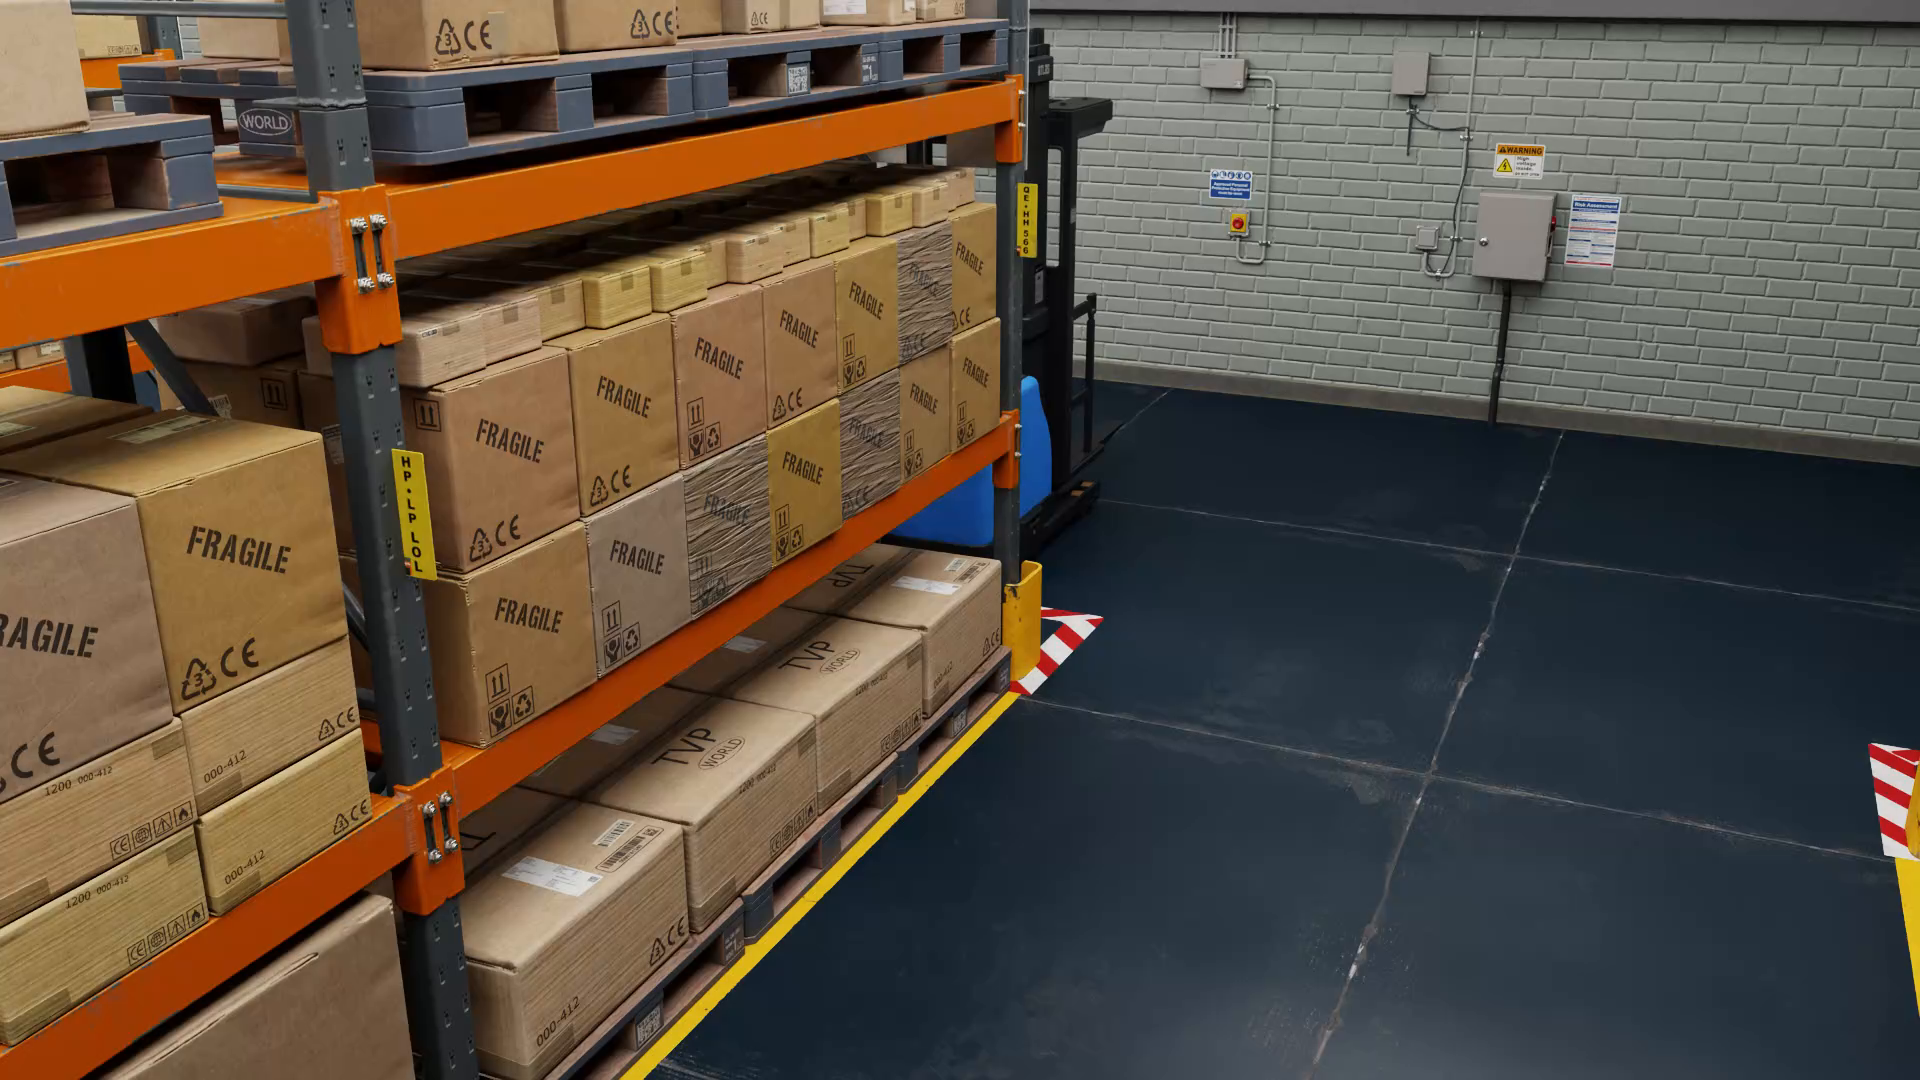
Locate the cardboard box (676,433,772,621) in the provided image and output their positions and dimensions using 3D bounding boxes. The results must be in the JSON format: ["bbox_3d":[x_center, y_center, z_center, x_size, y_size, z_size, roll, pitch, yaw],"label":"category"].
[{"bbox_3d":[-0.981,-0.083,5.575,0.500,0.500,0.500,9,21,23],"label":"cardboard box"}]

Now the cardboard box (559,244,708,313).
[{"bbox_3d":[-1.016,-0.818,5.182,0.380,0.149,0.250,8,21,21],"label":"cardboard box"}]

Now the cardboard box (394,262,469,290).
[{"bbox_3d":[-1.677,-0.726,4.924,0.380,0.149,0.250,9,21,23],"label":"cardboard box"}]

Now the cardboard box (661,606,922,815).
[{"bbox_3d":[-0.739,0.659,6.835,0.875,0.438,0.875,9,22,24],"label":"cardboard box"}]

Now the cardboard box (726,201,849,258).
[{"bbox_3d":[-0.630,-1.135,6.075,0.380,0.149,0.250,9,22,24],"label":"cardboard box"}]

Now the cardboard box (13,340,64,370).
[{"bbox_3d":[-4.934,-1.007,8.699,0.380,0.149,0.250,9,22,24],"label":"cardboard box"}]

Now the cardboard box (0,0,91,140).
[{"bbox_3d":[-2.000,-0.895,3.037,0.500,0.311,0.500,9,21,23],"label":"cardboard box"}]

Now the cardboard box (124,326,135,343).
[{"bbox_3d":[-4.762,-1.167,9.149,0.380,0.149,0.250,9,21,23],"label":"cardboard box"}]

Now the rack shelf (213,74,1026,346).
[{"bbox_3d":[-1.012,-1.309,5.771,1.077,0.370,4.000,9,21,23],"label":"rack shelf"}]

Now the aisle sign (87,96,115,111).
[{"bbox_3d":[-4.994,-2.783,9.438,0.394,0.787,0.004,9,21,23],"label":"aisle sign"}]

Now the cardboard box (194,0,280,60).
[{"bbox_3d":[-1.861,-1.458,4.539,0.396,0.266,0.258,9,22,24],"label":"cardboard box"}]

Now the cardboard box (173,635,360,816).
[{"bbox_3d":[-1.790,0.380,3.902,0.500,0.250,0.500,9,21,23],"label":"cardboard box"}]

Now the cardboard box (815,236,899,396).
[{"bbox_3d":[-0.566,-0.870,6.297,0.500,0.500,0.500,8,21,22],"label":"cardboard box"}]

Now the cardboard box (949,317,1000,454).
[{"bbox_3d":[-0.149,-0.710,7.339,0.500,0.500,0.500,9,21,23],"label":"cardboard box"}]

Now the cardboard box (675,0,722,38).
[{"bbox_3d":[-1.155,-1.956,5.591,0.500,0.500,0.500,9,21,24],"label":"cardboard box"}]

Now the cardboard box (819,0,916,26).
[{"bbox_3d":[-0.394,-2.097,6.512,0.380,0.149,0.250,7,21,19],"label":"cardboard box"}]

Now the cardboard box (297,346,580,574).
[{"bbox_3d":[-1.415,-0.254,4.565,0.500,0.500,0.500,9,21,23],"label":"cardboard box"}]

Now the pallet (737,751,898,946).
[{"bbox_3d":[-0.950,1.094,6.577,1.003,0.211,1.213,9,21,23],"label":"pallet"}]

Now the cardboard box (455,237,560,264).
[{"bbox_3d":[-1.520,-0.887,5.377,0.380,0.149,0.250,8,21,22],"label":"cardboard box"}]

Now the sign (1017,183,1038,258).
[{"bbox_3d":[0.296,-1.425,7.417,0.100,0.325,0.005,9,21,23],"label":"sign"}]

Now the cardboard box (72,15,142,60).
[{"bbox_3d":[-4.695,-2.662,8.724,0.500,0.250,0.500,8,21,22],"label":"cardboard box"}]

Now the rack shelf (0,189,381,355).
[{"bbox_3d":[-2.650,-0.087,2.333,1.077,0.370,4.000,9,21,23],"label":"rack shelf"}]

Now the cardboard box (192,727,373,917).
[{"bbox_3d":[-1.785,0.619,3.976,0.500,0.250,0.500,8,21,21],"label":"cardboard box"}]

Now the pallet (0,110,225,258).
[{"bbox_3d":[-2.161,-0.660,3.156,0.805,0.209,1.217,8,21,21],"label":"pallet"}]

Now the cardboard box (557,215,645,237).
[{"bbox_3d":[-1.327,-1.045,5.820,0.380,0.149,0.250,9,21,23],"label":"cardboard box"}]

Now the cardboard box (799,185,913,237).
[{"bbox_3d":[-0.409,-1.290,6.511,0.380,0.149,0.250,9,22,24],"label":"cardboard box"}]

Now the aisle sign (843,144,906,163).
[{"bbox_3d":[-0.428,-2.133,7.610,0.394,0.787,0.004,9,21,23],"label":"aisle sign"}]

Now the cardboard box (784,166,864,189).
[{"bbox_3d":[-0.633,-1.510,7.128,0.380,0.149,0.250,9,22,24],"label":"cardboard box"}]

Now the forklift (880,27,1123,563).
[{"bbox_3d":[0.243,-1.576,10.025,1.130,2.935,3.031,8,21,21],"label":"forklift"}]

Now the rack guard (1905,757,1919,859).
[{"bbox_3d":[4.306,1.035,6.314,1.175,0.500,0.348,9,21,23],"label":"rack guard"}]

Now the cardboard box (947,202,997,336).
[{"bbox_3d":[-0.173,-1.185,7.182,0.500,0.500,0.500,9,22,24],"label":"cardboard box"}]

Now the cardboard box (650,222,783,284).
[{"bbox_3d":[-0.824,-0.971,5.614,0.380,0.149,0.250,9,21,23],"label":"cardboard box"}]

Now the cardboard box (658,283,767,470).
[{"bbox_3d":[-0.982,-0.563,5.433,0.500,0.500,0.500,9,21,24],"label":"cardboard box"}]

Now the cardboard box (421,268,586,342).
[{"bbox_3d":[-1.308,-0.673,4.775,0.380,0.149,0.250,8,21,22],"label":"cardboard box"}]

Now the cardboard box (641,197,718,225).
[{"bbox_3d":[-1.136,-1.205,6.271,0.380,0.149,0.250,9,21,23],"label":"cardboard box"}]

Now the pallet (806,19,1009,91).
[{"bbox_3d":[-0.487,-1.990,6.743,1.003,0.211,1.213,9,21,23],"label":"pallet"}]

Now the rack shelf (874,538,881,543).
[{"bbox_3d":[-0.718,0.002,8.959,0.431,0.518,0.480,7,21,20],"label":"rack shelf"}]

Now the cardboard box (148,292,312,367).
[{"bbox_3d":[-1.995,-0.585,4.528,0.380,0.149,0.250,8,21,22],"label":"cardboard box"}]

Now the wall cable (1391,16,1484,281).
[{"bbox_3d":[3.393,-2.861,12.021,0.588,1.984,0.122,9,21,23],"label":"wall cable"}]

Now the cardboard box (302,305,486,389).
[{"bbox_3d":[-1.465,-0.508,4.312,0.380,0.149,0.250,8,21,22],"label":"cardboard box"}]

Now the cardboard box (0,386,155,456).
[{"bbox_3d":[-2.273,-0.047,3.982,0.500,0.500,0.500,9,21,23],"label":"cardboard box"}]

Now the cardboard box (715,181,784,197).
[{"bbox_3d":[-0.936,-1.363,6.716,0.380,0.149,0.250,8,21,21],"label":"cardboard box"}]

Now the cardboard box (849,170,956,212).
[{"bbox_3d":[-0.239,-1.452,6.966,0.380,0.149,0.250,9,21,24],"label":"cardboard box"}]

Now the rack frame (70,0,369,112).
[{"bbox_3d":[-1.831,-2.450,3.429,1.000,3.000,0.127,9,21,23],"label":"rack frame"}]

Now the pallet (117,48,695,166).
[{"bbox_3d":[-1.486,-1.244,4.645,1.003,0.211,1.213,9,21,23],"label":"pallet"}]

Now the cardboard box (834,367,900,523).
[{"bbox_3d":[-0.570,-0.400,6.467,0.500,0.500,0.500,9,22,24],"label":"cardboard box"}]

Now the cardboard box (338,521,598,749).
[{"bbox_3d":[-1.400,0.222,4.719,0.500,0.500,0.500,9,22,24],"label":"cardboard box"}]

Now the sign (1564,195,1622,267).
[{"bbox_3d":[4.487,-2.191,11.795,0.329,0.494,0.001,9,21,23],"label":"sign"}]

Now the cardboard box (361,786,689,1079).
[{"bbox_3d":[-1.476,1.209,5.291,0.875,0.438,0.875,8,21,22],"label":"cardboard box"}]

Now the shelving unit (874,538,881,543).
[{"bbox_3d":[-0.718,-0.670,8.720,0.431,2.100,0.503,7,21,20],"label":"shelving unit"}]

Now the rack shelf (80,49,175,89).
[{"bbox_3d":[-5.569,-1.958,7.594,1.077,0.370,4.000,9,21,23],"label":"rack shelf"}]

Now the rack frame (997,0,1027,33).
[{"bbox_3d":[-0.193,-3.673,6.867,1.000,3.000,0.127,9,21,23],"label":"rack frame"}]

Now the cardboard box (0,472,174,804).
[{"bbox_3d":[-1.990,0.188,3.321,0.500,0.500,0.500,9,21,24],"label":"cardboard box"}]
